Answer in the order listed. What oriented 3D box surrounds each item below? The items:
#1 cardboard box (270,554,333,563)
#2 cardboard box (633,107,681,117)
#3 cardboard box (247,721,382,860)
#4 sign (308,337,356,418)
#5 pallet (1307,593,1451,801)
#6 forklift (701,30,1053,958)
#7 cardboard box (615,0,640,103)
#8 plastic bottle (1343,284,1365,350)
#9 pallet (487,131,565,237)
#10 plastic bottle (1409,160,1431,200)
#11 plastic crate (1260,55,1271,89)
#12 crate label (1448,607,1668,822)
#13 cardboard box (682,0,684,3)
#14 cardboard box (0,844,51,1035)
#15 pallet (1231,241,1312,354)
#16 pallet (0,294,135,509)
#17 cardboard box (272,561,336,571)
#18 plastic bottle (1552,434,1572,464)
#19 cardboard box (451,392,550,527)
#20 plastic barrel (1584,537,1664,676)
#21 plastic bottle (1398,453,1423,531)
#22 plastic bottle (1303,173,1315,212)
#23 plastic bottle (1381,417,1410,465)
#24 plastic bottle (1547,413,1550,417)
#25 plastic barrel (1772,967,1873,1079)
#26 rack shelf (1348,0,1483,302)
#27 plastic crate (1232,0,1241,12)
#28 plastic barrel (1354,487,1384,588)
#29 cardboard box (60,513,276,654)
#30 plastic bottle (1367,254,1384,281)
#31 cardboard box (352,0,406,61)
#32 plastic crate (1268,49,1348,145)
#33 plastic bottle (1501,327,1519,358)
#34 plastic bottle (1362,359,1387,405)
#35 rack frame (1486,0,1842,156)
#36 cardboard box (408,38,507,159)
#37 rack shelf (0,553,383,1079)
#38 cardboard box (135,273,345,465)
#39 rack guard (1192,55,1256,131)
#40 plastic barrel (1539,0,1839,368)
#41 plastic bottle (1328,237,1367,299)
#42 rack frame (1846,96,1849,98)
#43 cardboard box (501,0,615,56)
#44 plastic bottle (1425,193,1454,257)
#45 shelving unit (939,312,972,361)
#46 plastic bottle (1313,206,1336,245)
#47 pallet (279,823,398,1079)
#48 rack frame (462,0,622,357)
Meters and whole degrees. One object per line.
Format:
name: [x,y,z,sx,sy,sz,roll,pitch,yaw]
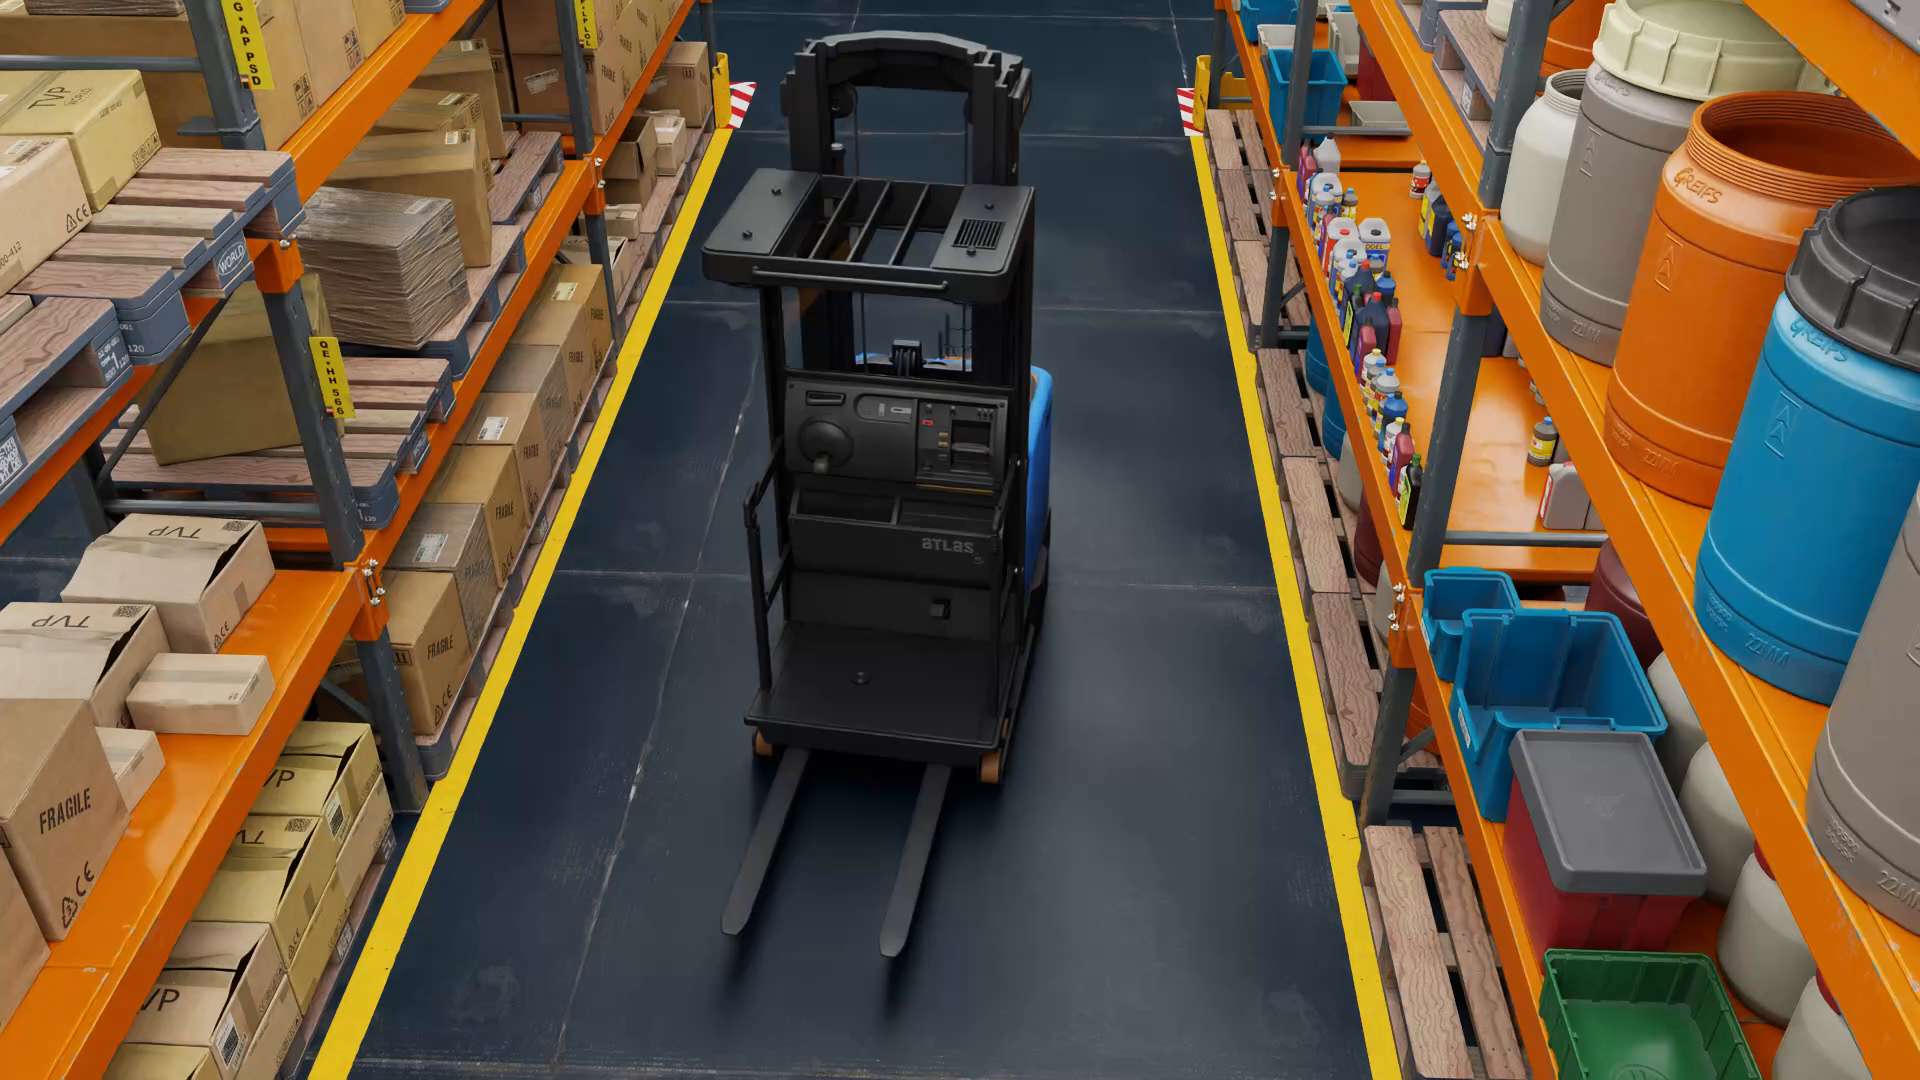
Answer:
cardboard box: [-2.978,-0.150,7.439,0.500,0.250,0.500,3,35,4]
cardboard box: [-2.340,-3.179,12.692,0.380,0.166,0.250,1,35,2]
cardboard box: [-2.554,0.920,6.317,0.500,0.311,0.500,2,35,3]
sign: [-2.225,-0.573,5.896,0.100,0.325,0.005,1,35,2]
pallet: [2.160,0.693,7.526,1.003,0.211,1.213,1,35,2]
forklift: [-0.301,-0.371,6.675,1.130,2.935,3.031,6,36,8]
cardboard box: [-2.309,-3.030,10.312,0.500,0.500,0.500,2,35,3]
plastic bottle: [1.819,-1.028,7.651,0.061,0.283,0.133,1,35,2]
pallet: [-2.760,-1.874,8.920,1.003,0.211,1.213,1,35,2]
plastic bottle: [2.512,-1.969,9.062,0.097,0.201,0.097,0,35,0]
plastic crate: [2.107,-2.853,10.334,0.437,0.125,0.590,1,35,2]
crate label: [1.860,0.556,5.265,0.502,0.435,0.616,1,35,2]
cardboard box: [-2.221,-4.186,11.956,0.500,0.500,0.500,2,35,2]
cardboard box: [-2.852,1.115,4.413,0.500,0.500,0.500,1,35,2]
pallet: [2.321,-1.575,10.753,1.003,0.211,1.213,1,35,2]
pallet: [-2.759,-0.226,3.964,1.003,0.211,1.213,3,35,4]
cardboard box: [-2.976,0.189,7.609,0.500,0.500,0.500,3,35,4]
plastic bottle: [2.529,-0.450,6.836,0.152,0.276,0.135,1,35,2]
cardboard box: [-2.419,-0.412,8.464,0.500,0.500,0.500,0,35,0]
plastic barrel: [2.454,0.224,5.650,0.600,0.536,0.708,1,35,2]
plastic bottle: [1.760,-0.189,6.457,0.061,0.283,0.133,1,35,2]
plastic bottle: [1.898,-1.867,8.916,0.097,0.201,0.097,0,35,0]
plastic bottle: [1.796,-0.409,6.842,0.097,0.201,0.097,0,35,0]
plastic bottle: [2.500,-0.516,6.933,0.097,0.271,0.097,0,35,0]
plastic barrel: [2.296,1.282,4.144,0.433,0.535,0.433,0,35,0]
rack shelf: [2.250,-2.076,7.058,1.077,0.370,4.000,1,35,2]
plastic crate: [2.030,-3.801,11.672,0.250,0.136,0.298,1,35,2]
plastic barrel: [2.218,-0.110,7.975,0.600,0.588,0.708,1,35,2]
cardboard box: [-2.838,0.134,5.974,0.500,0.311,0.500,3,35,5]
plastic bottle: [2.010,-1.296,8.104,0.097,0.201,0.097,0,35,0]
cardboard box: [-2.754,-2.222,6.553,0.910,0.500,0.500,1,35,2]
plastic crate: [2.009,-2.586,9.729,0.392,0.384,0.575,1,35,2]
plastic bottle: [2.566,-0.981,7.591,0.152,0.276,0.135,1,35,2]
plastic bottle: [1.815,-0.689,7.240,0.097,0.201,0.097,0,35,0]
rack frame: [2.170,-2.449,4.354,1.000,3.000,0.127,1,35,2]
cardboard box: [-2.861,-2.354,8.985,0.700,0.500,0.500,-10,36,-14]
rack shelf: [-2.860,1.333,4.816,1.077,0.370,4.000,1,35,2]
cardboard box: [-2.867,-0.688,6.613,0.700,0.500,0.500,-10,36,-14]
rack guard: [2.479,-3.582,13.357,1.175,0.500,0.348,1,35,2]
plastic barrel: [1.920,-0.960,4.408,0.600,0.901,0.600,0,35,0]
plastic bottle: [1.885,-1.319,8.072,0.152,0.276,0.135,1,35,2]
rack frame: [7.440,-4.476,12.456,1.000,3.000,0.127,1,35,2]
cardboard box: [-2.319,-3.123,9.574,0.500,0.500,0.500,2,35,3]
plastic bottle: [2.469,-1.634,8.454,0.144,0.351,0.185,1,35,2]
shelving unit: [0.031,-0.571,8.464,0.258,1.200,0.189,6,36,8]
plastic bottle: [1.881,-1.622,8.567,0.097,0.201,0.097,0,35,0]
pallet: [-2.851,1.502,6.374,1.003,0.211,1.213,1,35,2]
rack frame: [-2.619,-2.409,9.514,1.000,3.000,0.127,1,35,2]
